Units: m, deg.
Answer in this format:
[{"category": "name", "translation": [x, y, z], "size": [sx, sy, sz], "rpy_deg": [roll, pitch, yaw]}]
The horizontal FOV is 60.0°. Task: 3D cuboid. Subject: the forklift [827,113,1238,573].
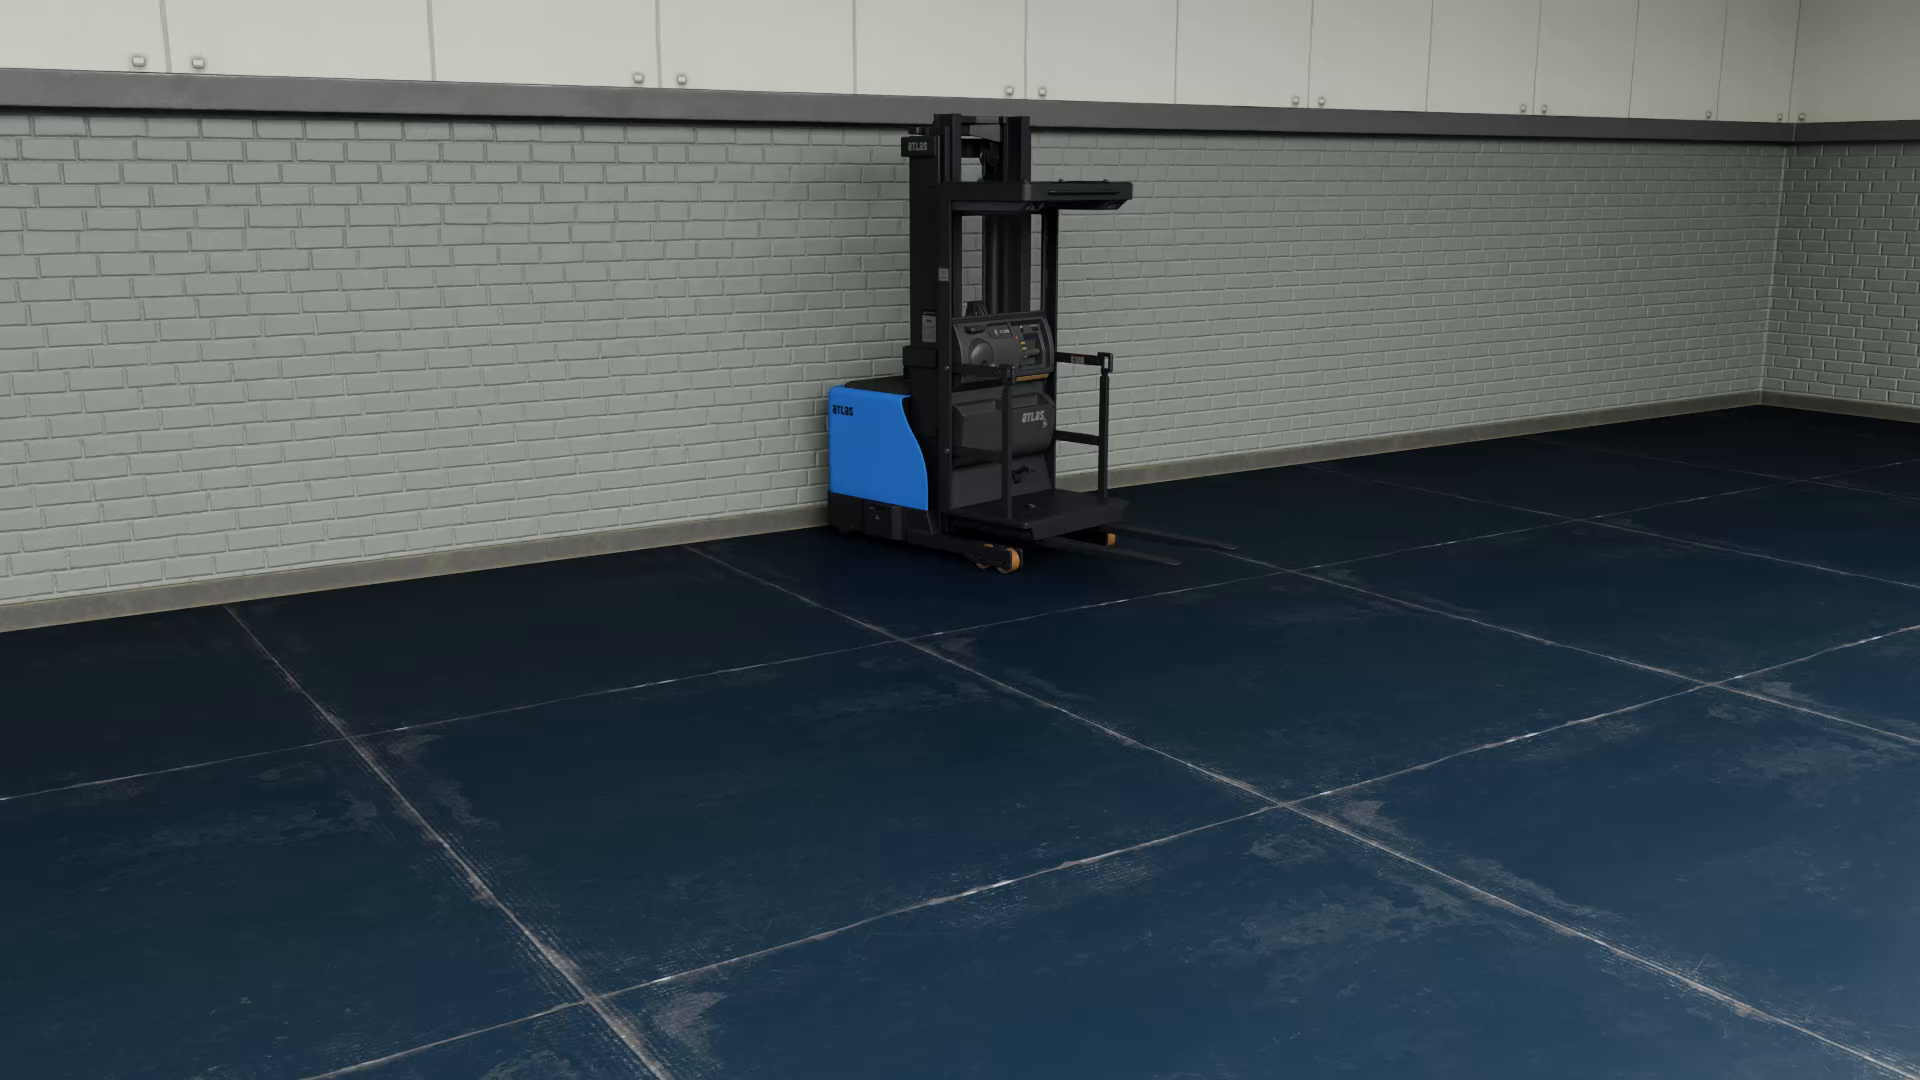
[{"category": "forklift", "translation": [0.453, -1.339, 11.124], "size": [3.031, 2.935, 1.130], "rpy_deg": [12, 17, 43]}]
